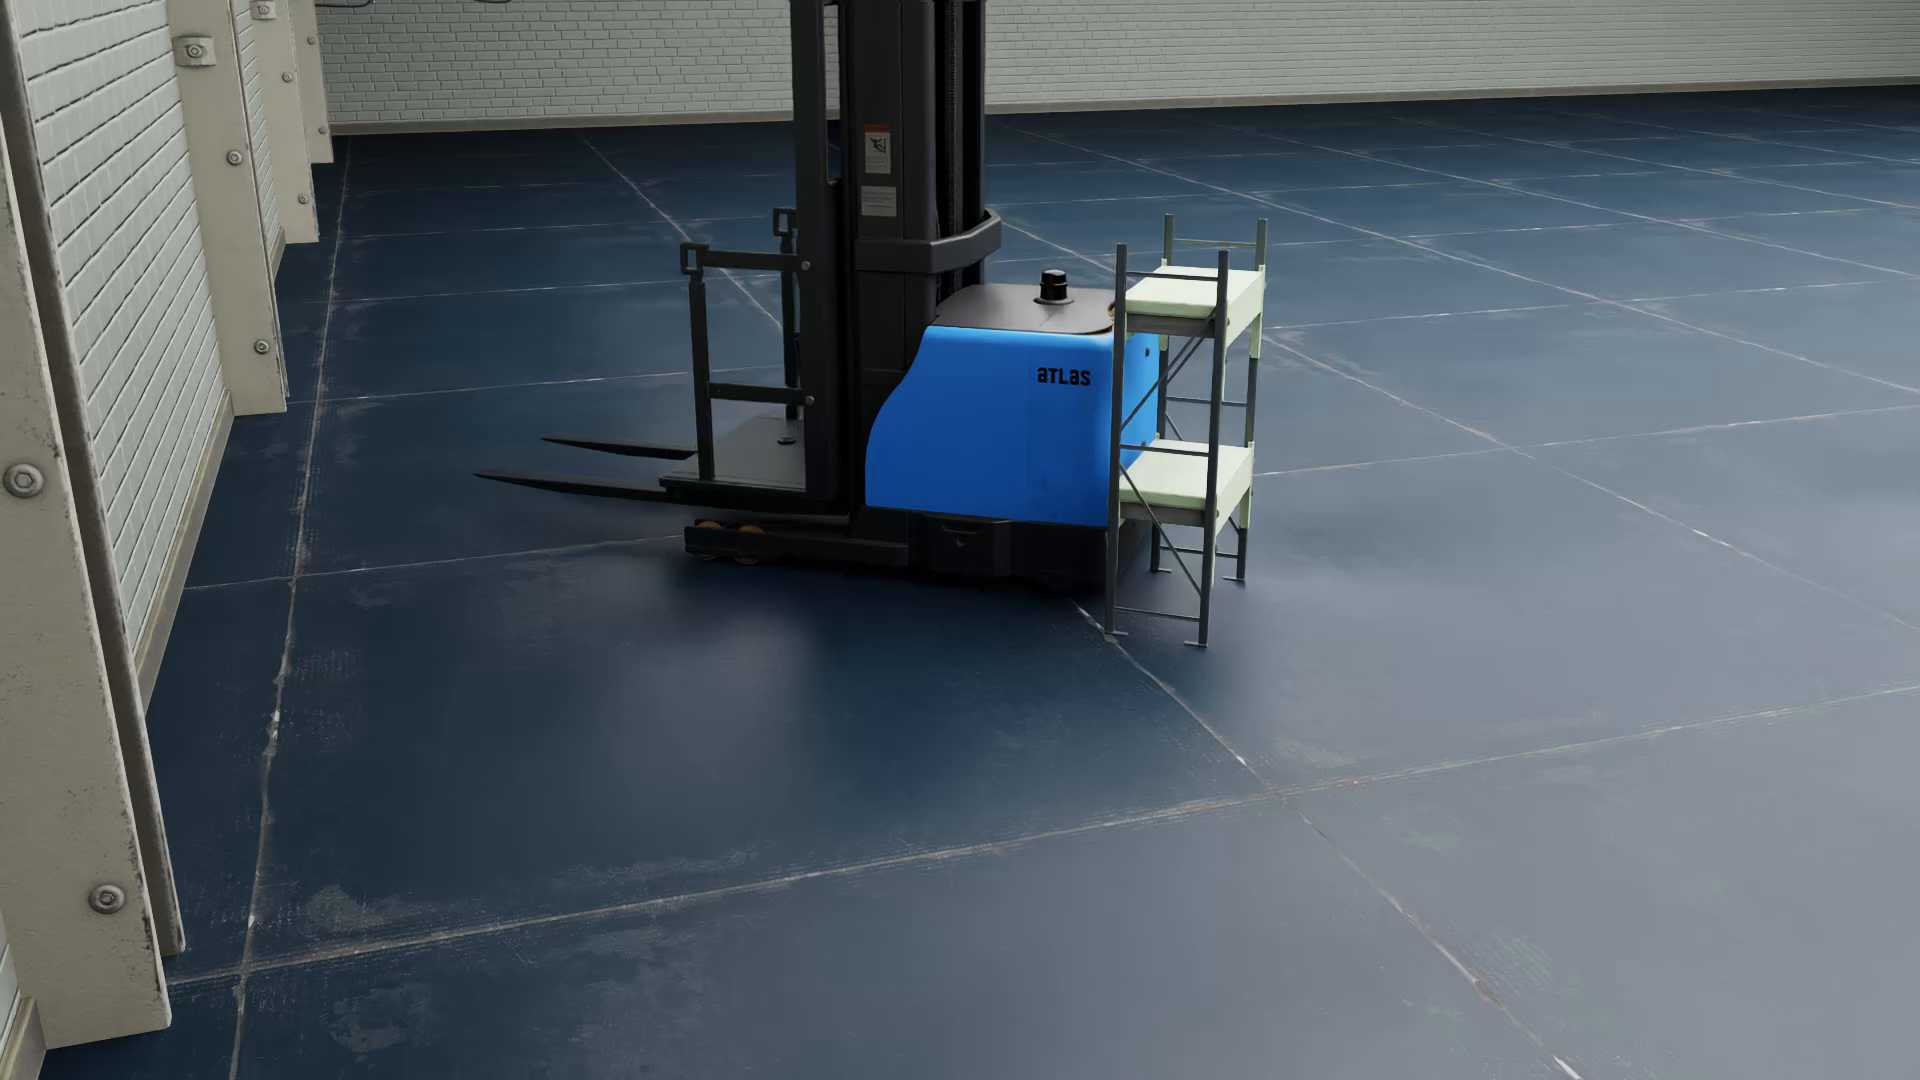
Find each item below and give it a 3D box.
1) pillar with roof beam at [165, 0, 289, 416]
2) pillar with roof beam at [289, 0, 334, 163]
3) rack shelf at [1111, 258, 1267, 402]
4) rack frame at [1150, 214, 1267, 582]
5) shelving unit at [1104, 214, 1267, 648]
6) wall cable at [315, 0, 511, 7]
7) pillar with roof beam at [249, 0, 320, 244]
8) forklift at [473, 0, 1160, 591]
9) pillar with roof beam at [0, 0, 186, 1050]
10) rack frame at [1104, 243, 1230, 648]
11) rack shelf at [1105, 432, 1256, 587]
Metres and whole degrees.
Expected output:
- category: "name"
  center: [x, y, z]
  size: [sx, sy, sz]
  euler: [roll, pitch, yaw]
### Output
- category: "pillar with roof beam"
  center: [0.051, -5.468, 9.327]
  size: [9.100, 9.000, 0.400]
  euler: [-6, 21, -17]
- category: "pillar with roof beam"
  center: [-3.721, -9.319, 20.048]
  size: [9.100, 9.000, 0.400]
  euler: [-6, 21, -17]
- category: "rack shelf"
  center: [0.874, -0.808, 6.294]
  size: [0.431, 0.370, 0.720]
  euler: [7, 21, 19]
- category: "rack frame"
  center: [1.000, -0.557, 6.749]
  size: [0.400, 1.500, 0.023]
  euler: [7, 21, 19]
- category: "shelving unit"
  center: [0.874, -0.441, 6.426]
  size: [0.431, 1.500, 0.755]
  euler: [7, 21, 19]
- category: "wall cable"
  center: [-7.478, -8.486, 22.323]
  size: [3.097, 2.526, 0.112]
  euler: [-6, 21, -17]
- category: "pillar with roof beam"
  center: [-1.835, -7.393, 14.688]
  size: [9.100, 9.000, 0.400]
  euler: [-6, 21, -17]
- category: "forklift"
  center: [-0.684, -1.438, 7.084]
  size: [3.031, 2.935, 1.130]
  euler: [6, 21, 15]
- category: "pillar with roof beam"
  center: [1.937, -3.542, 3.966]
  size: [9.100, 9.000, 0.400]
  euler: [-6, 21, -17]
- category: "rack frame"
  center: [0.749, -0.325, 6.102]
  size: [0.400, 1.500, 0.023]
  euler: [7, 21, 19]
- category: "rack shelf"
  center: [0.874, -0.134, 6.536]
  size: [0.431, 0.370, 0.720]
  euler: [7, 21, 19]
